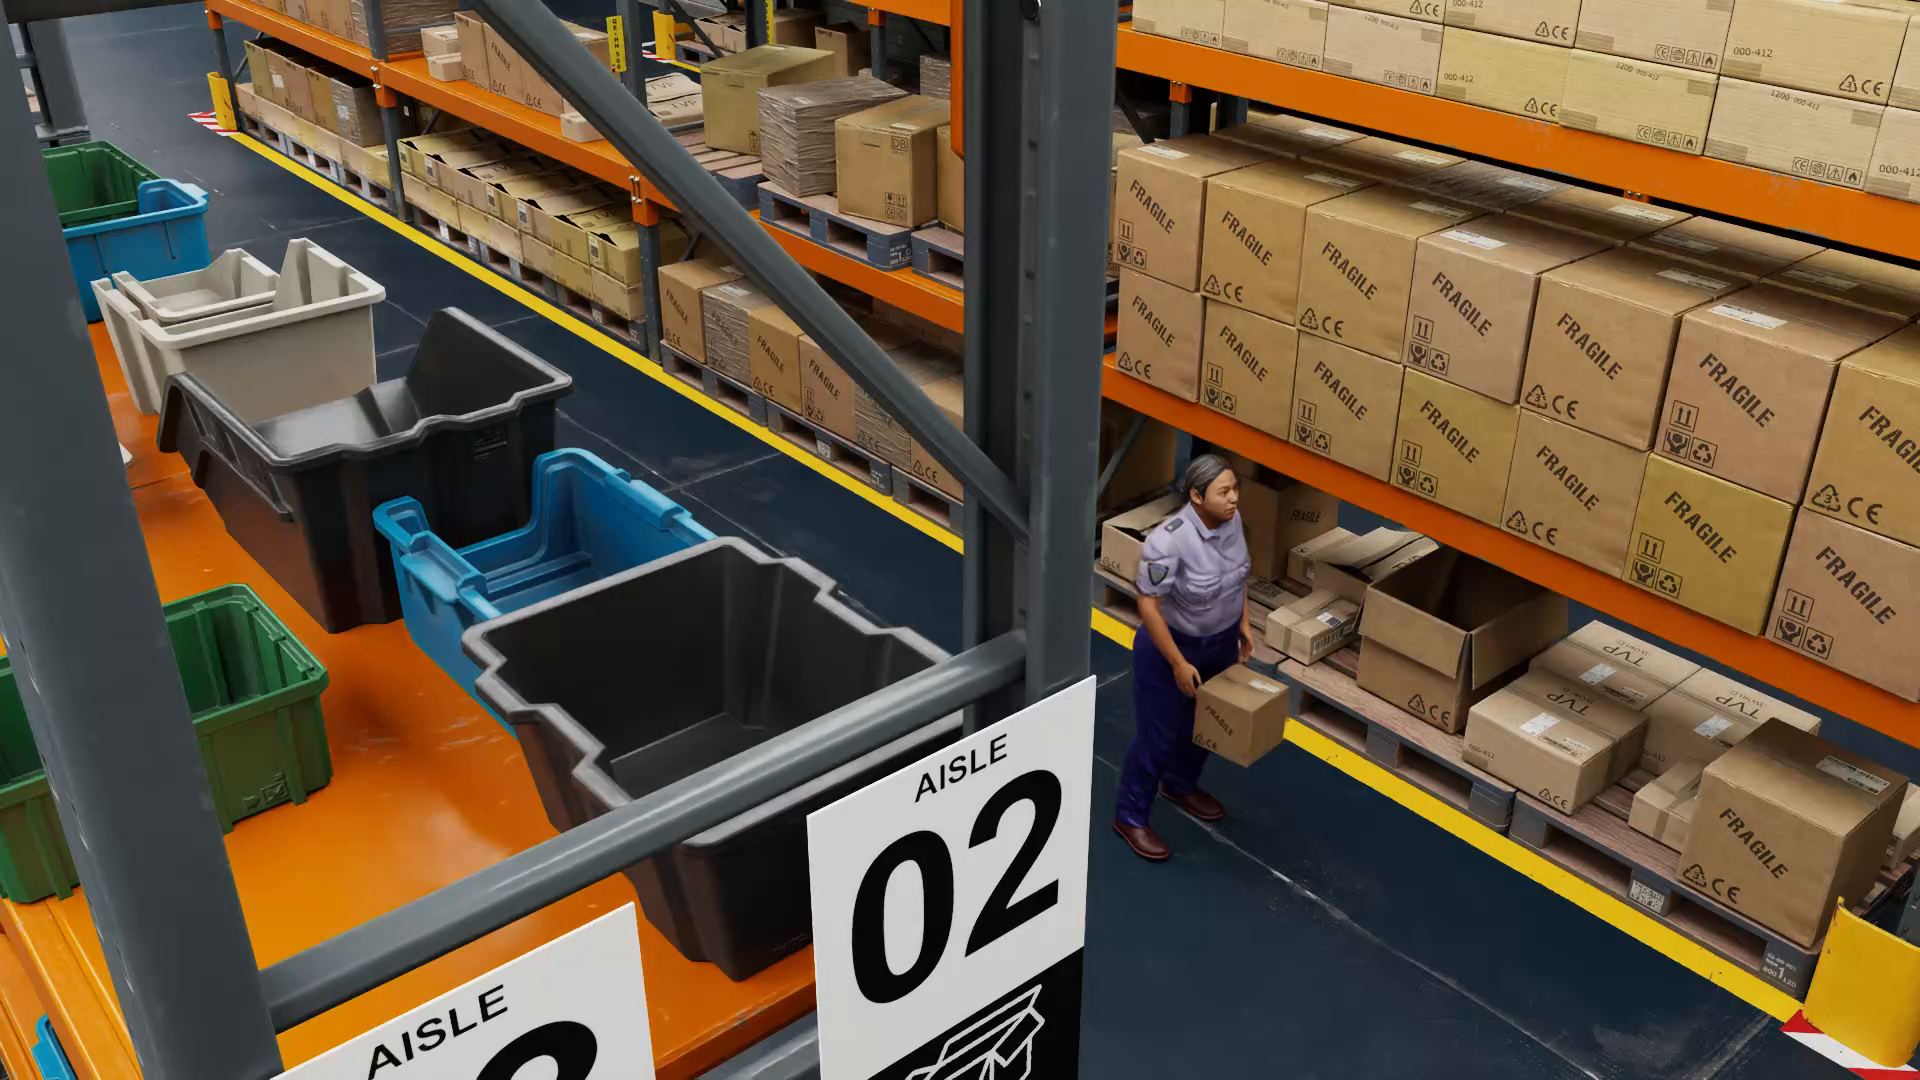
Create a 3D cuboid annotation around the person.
[{"bbox_3d":[0.891,0.426,6.363,0.574,1.627,0.384,-22,35,-34],"label":"person"}]
